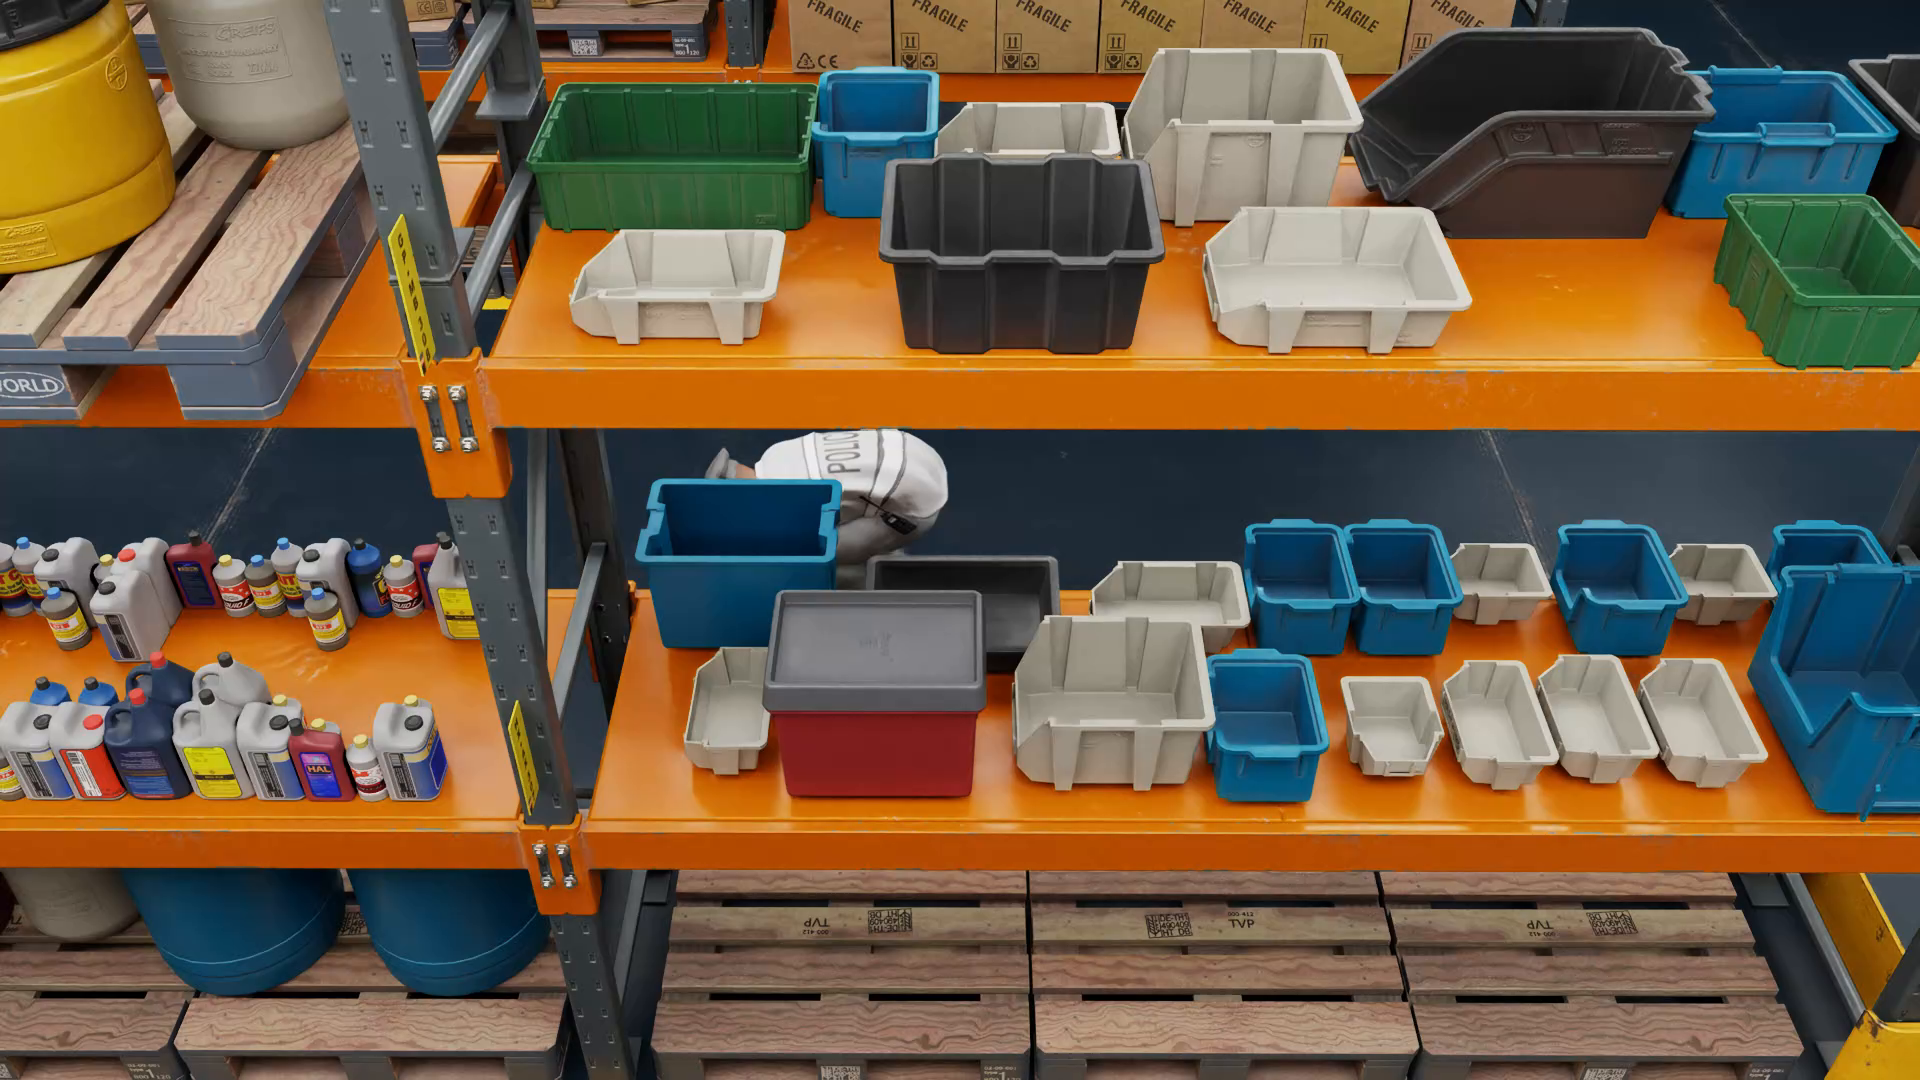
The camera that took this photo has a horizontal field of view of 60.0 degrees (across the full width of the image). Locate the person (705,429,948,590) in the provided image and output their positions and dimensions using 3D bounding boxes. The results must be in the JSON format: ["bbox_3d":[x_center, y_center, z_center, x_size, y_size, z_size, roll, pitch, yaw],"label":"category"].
[{"bbox_3d":[-0.563,-0.062,6.986,1.029,0.829,0.531,-1,39,-1],"label":"person"}]
